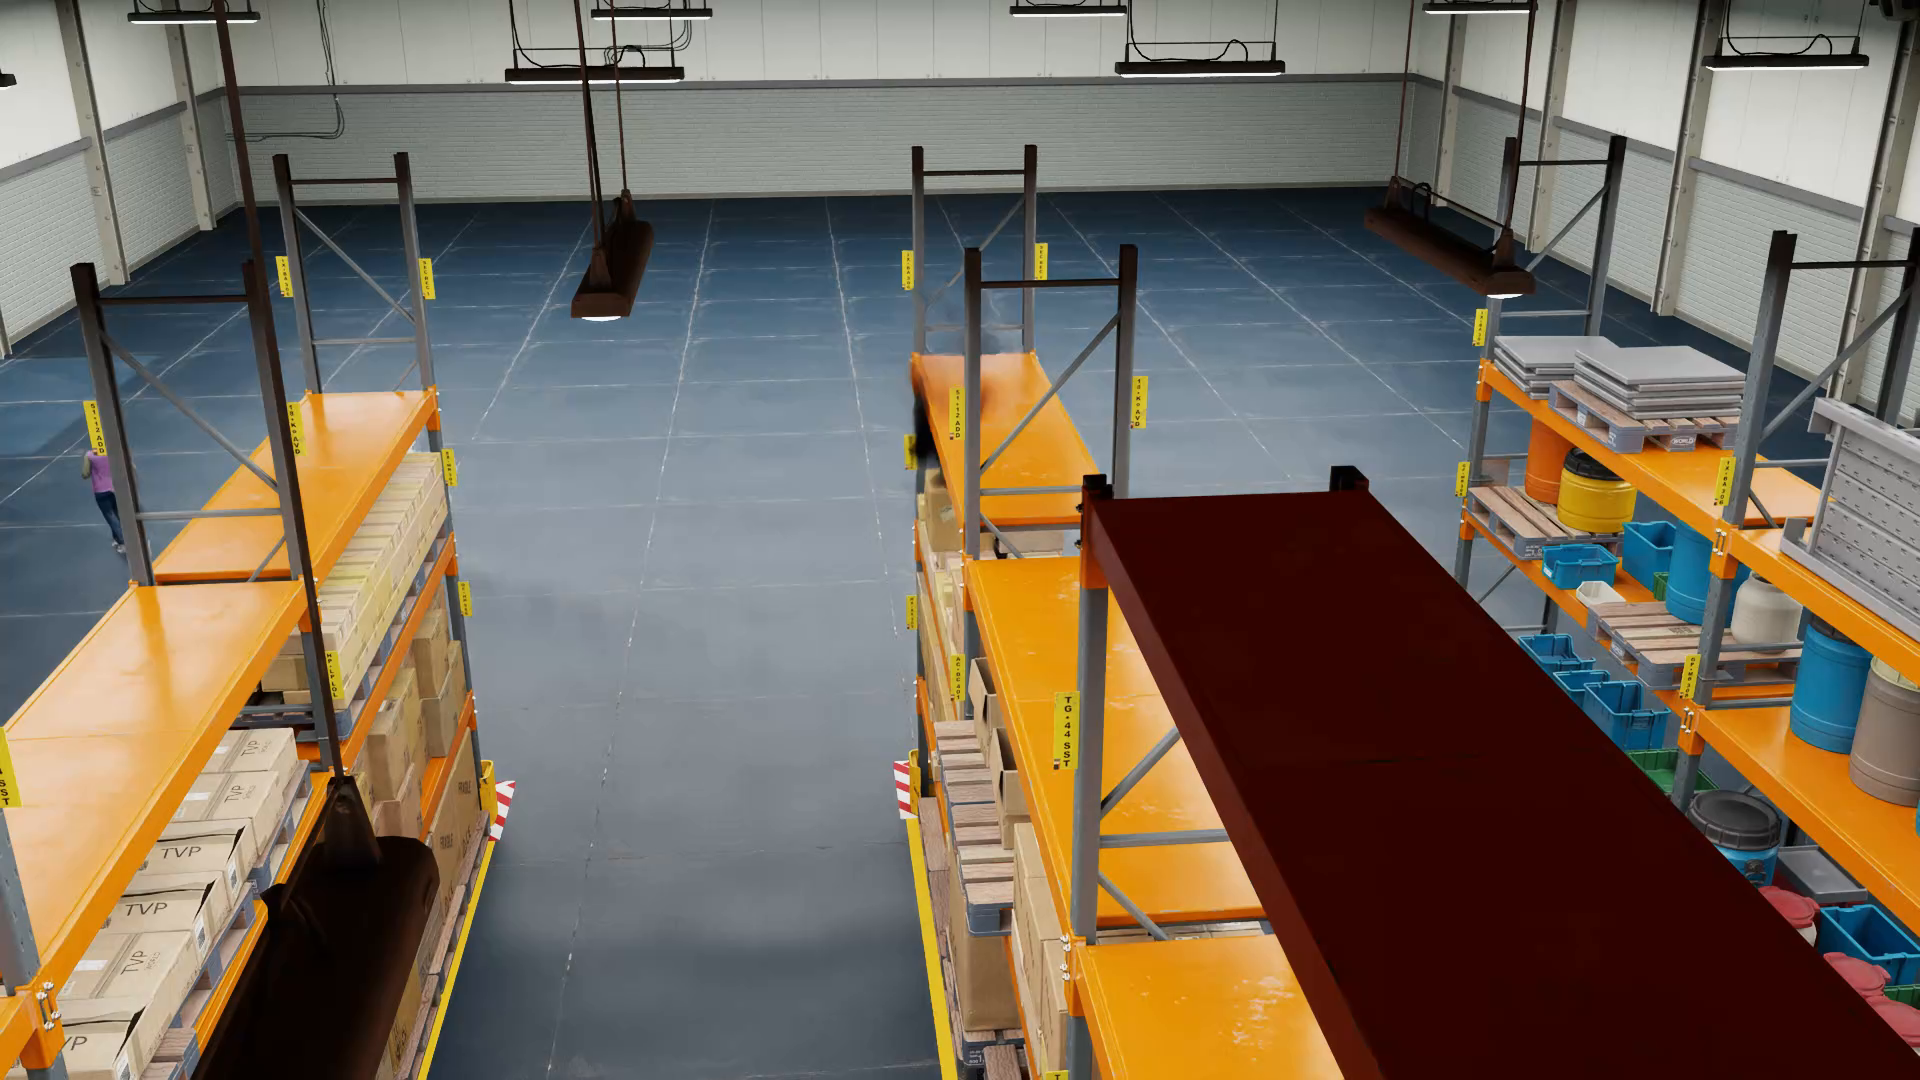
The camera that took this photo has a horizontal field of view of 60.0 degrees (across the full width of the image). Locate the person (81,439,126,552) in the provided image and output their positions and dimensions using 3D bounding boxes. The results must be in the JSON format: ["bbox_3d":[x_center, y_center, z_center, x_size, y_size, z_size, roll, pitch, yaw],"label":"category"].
[{"bbox_3d":[-10.739,-0.601,20.980,0.727,1.627,0.547,19,28,39],"label":"person"}]
